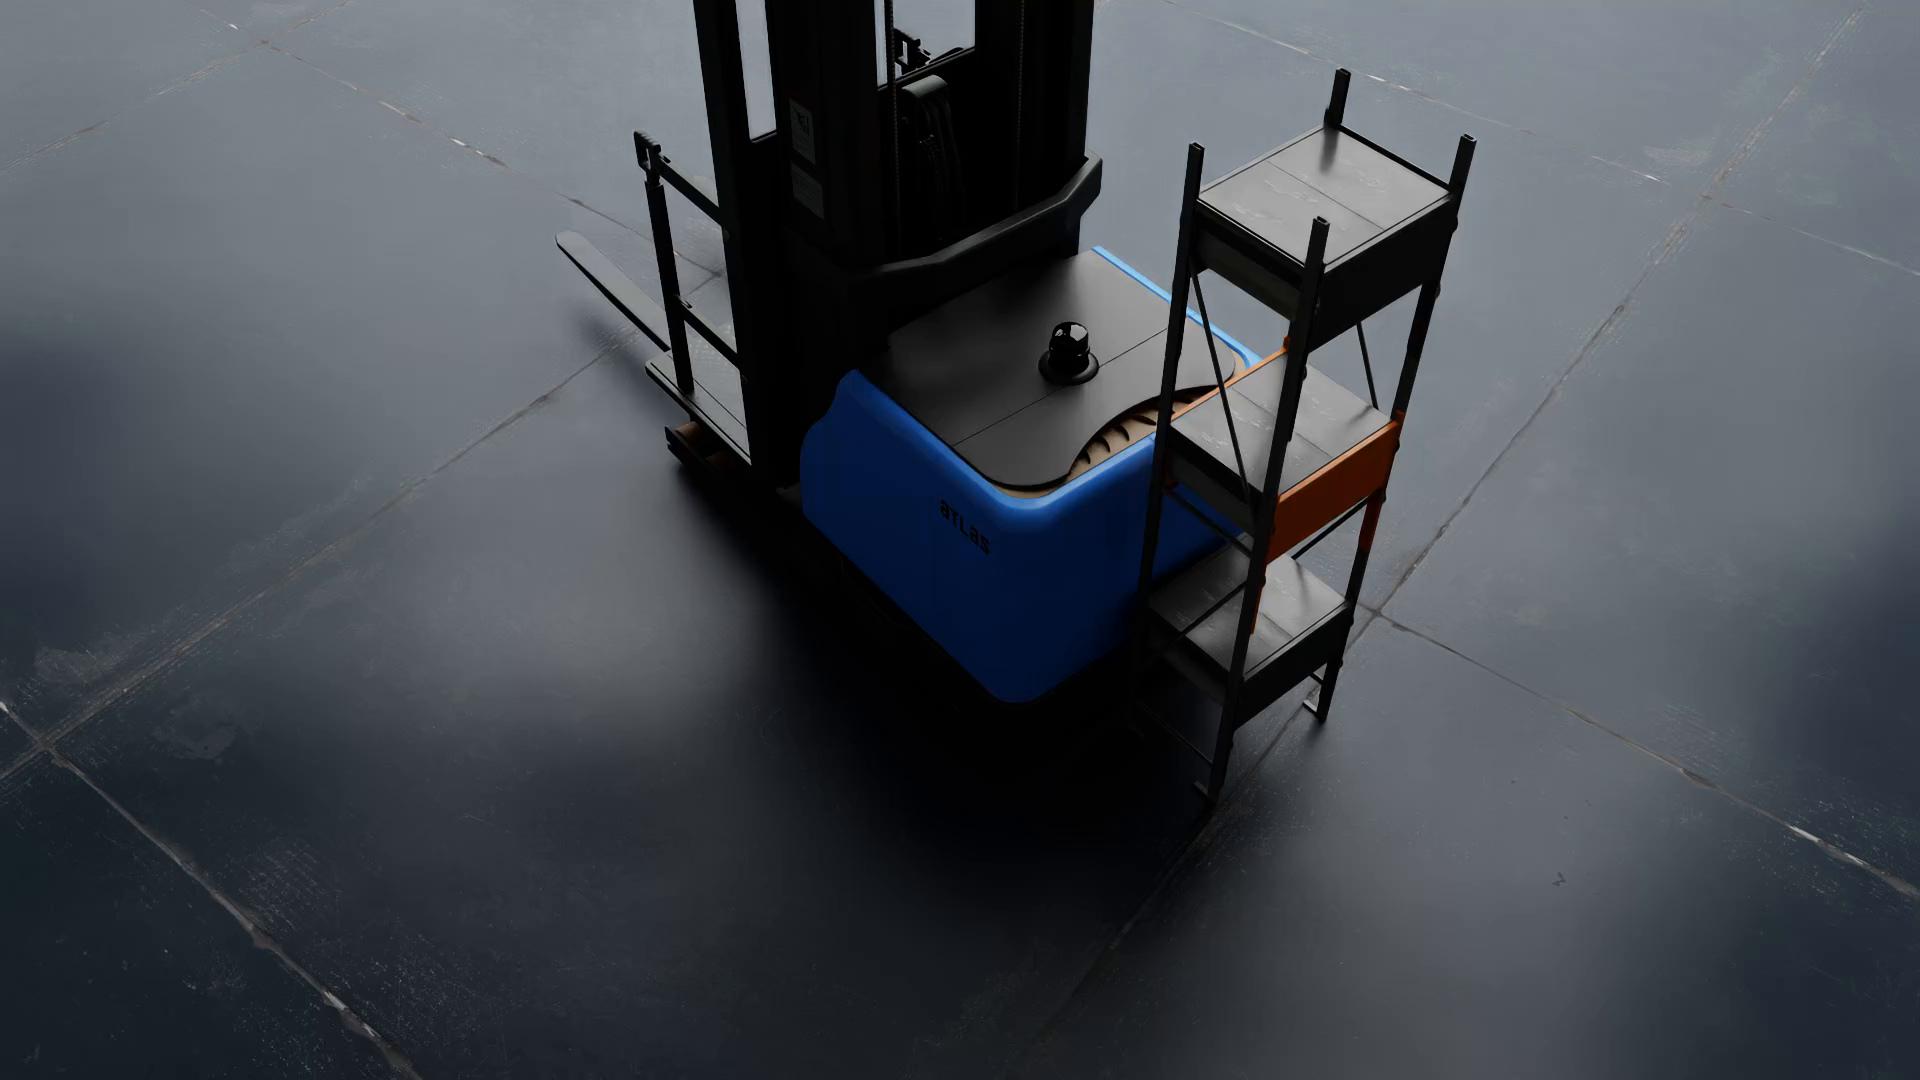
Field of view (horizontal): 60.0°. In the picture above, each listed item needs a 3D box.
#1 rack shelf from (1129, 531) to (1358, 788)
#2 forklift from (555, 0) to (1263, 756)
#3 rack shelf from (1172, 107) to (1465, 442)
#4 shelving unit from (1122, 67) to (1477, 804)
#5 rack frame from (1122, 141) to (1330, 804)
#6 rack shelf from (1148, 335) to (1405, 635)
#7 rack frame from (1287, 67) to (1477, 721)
[{"bbox_3d":[0.829,0.333,4.967,0.480,0.518,0.431,-31,54,-26],"label":"rack shelf"},{"bbox_3d":[-0.396,-1.367,5.029,1.130,2.935,3.031,-30,53,-26],"label":"forklift"},{"bbox_3d":[0.829,-0.634,3.954,0.480,0.518,0.431,-31,54,-26],"label":"rack shelf"},{"bbox_3d":[0.829,-0.160,4.451,0.503,2.100,0.431,-31,54,-26],"label":"shelving unit"},{"bbox_3d":[0.642,-0.047,4.343,0.015,2.100,0.400,-31,54,-26],"label":"rack frame"},{"bbox_3d":[0.829,-0.151,4.461,0.480,0.518,0.431,-31,54,-26],"label":"rack shelf"},{"bbox_3d":[1.017,-0.273,4.559,0.015,2.100,0.400,-31,54,-26],"label":"rack frame"}]
